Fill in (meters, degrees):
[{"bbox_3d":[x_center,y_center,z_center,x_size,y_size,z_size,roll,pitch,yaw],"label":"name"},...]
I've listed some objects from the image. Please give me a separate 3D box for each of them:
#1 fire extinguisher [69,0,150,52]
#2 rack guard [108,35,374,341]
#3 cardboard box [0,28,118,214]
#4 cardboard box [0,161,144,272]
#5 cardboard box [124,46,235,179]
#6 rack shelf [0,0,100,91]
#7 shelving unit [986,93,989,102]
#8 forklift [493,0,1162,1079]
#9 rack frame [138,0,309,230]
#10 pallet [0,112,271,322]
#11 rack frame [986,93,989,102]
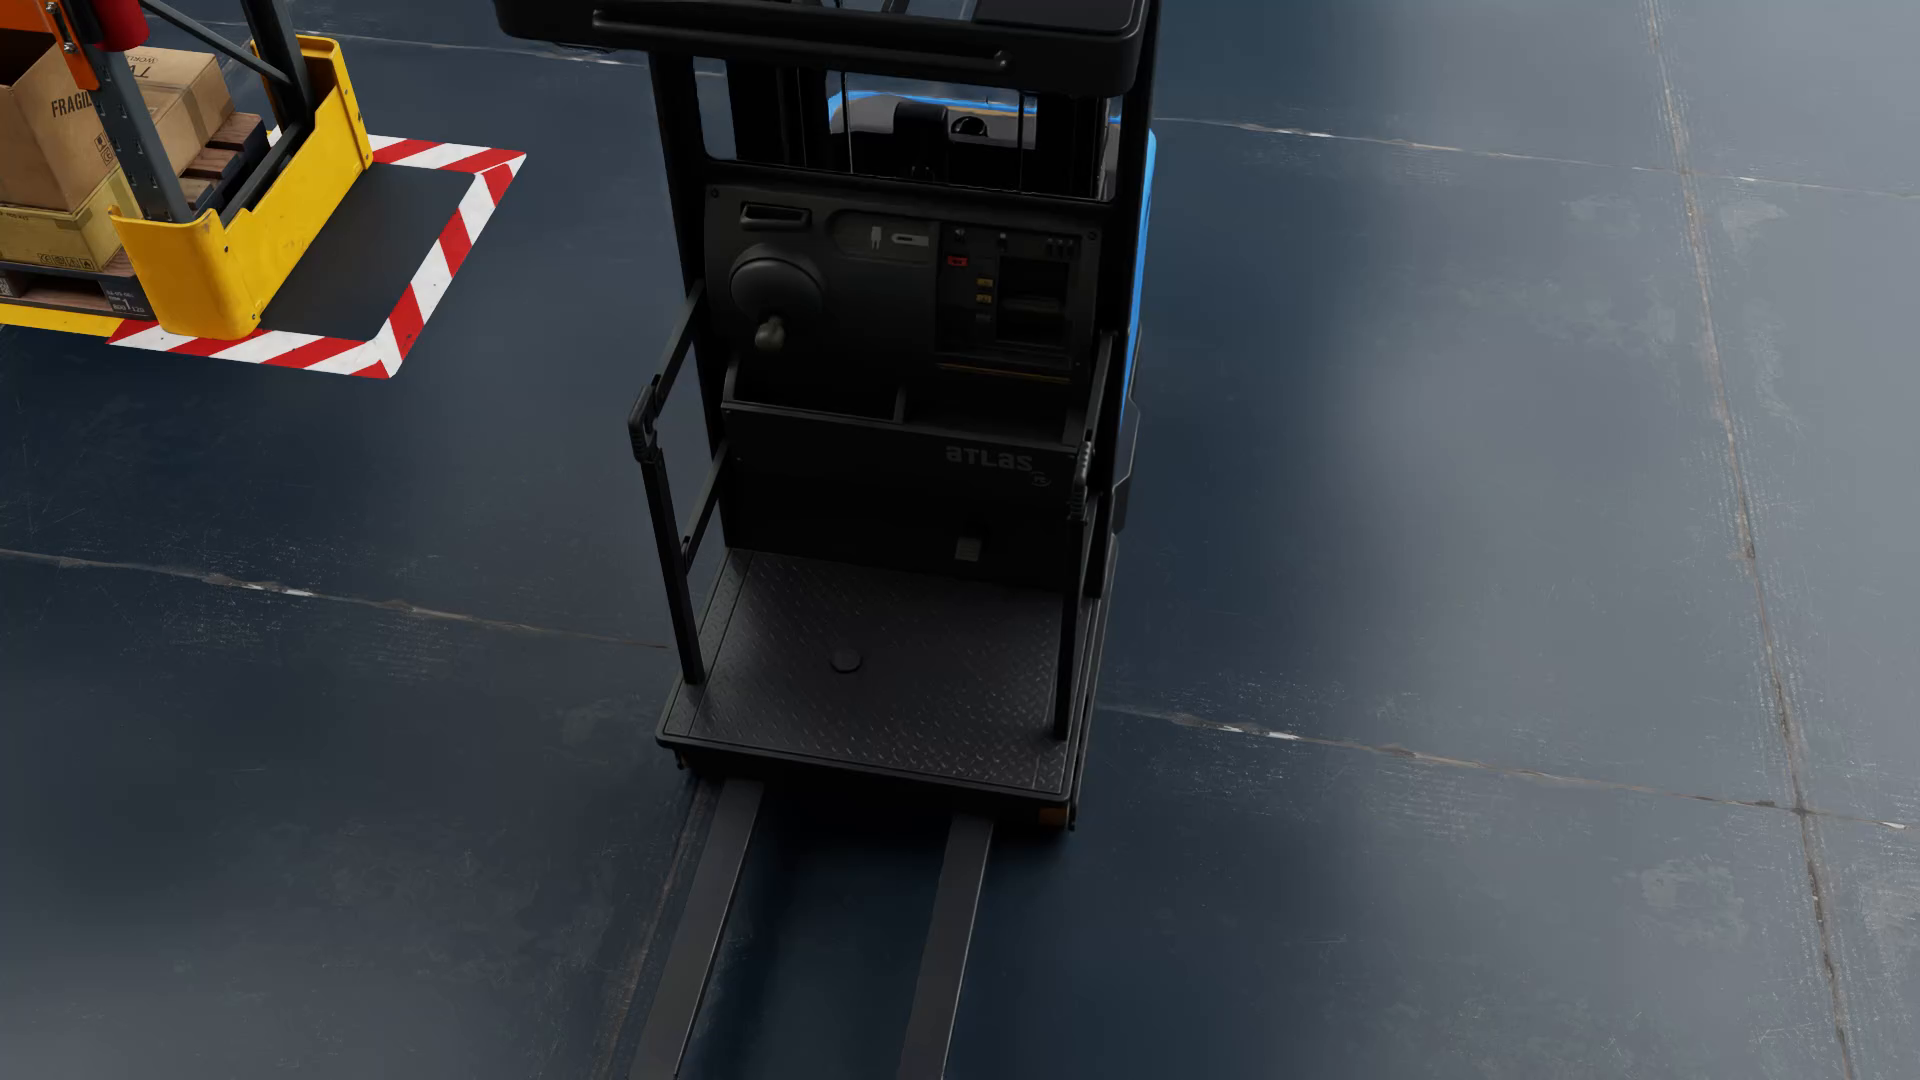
[{"bbox_3d":[-2.584,-1.771,4.877,0.183,0.674,0.296,8,49,7],"label":"fire extinguisher"},{"bbox_3d":[-2.594,-1.314,6.095,0.348,0.500,1.175,8,49,7],"label":"rack guard"},{"bbox_3d":[-3.198,-1.478,5.623,0.500,0.500,0.500,8,49,7],"label":"cardboard box"},{"bbox_3d":[-3.198,-1.229,5.904,0.500,0.250,0.500,8,49,7],"label":"cardboard box"},{"bbox_3d":[-3.106,-1.608,6.244,0.500,0.250,0.500,8,49,7],"label":"cardboard box"},{"bbox_3d":[-4.586,-2.177,5.673,4.000,0.370,1.077,8,49,7],"label":"rack shelf"},{"bbox_3d":[0.172,-1.030,5.571,0.210,0.900,0.258,7,48,6],"label":"shelving unit"},{"bbox_3d":[-0.176,-0.502,3.731,1.130,2.935,3.031,8,49,7],"label":"forklift"},{"bbox_3d":[-2.618,-2.150,5.166,0.053,2.616,0.949,8,49,7],"label":"rack frame"},{"bbox_3d":[-3.378,-1.291,6.268,1.213,0.211,1.003,8,49,7],"label":"pallet"},{"bbox_3d":[0.072,-1.042,5.582,0.006,0.900,0.240,7,48,6],"label":"rack frame"}]
